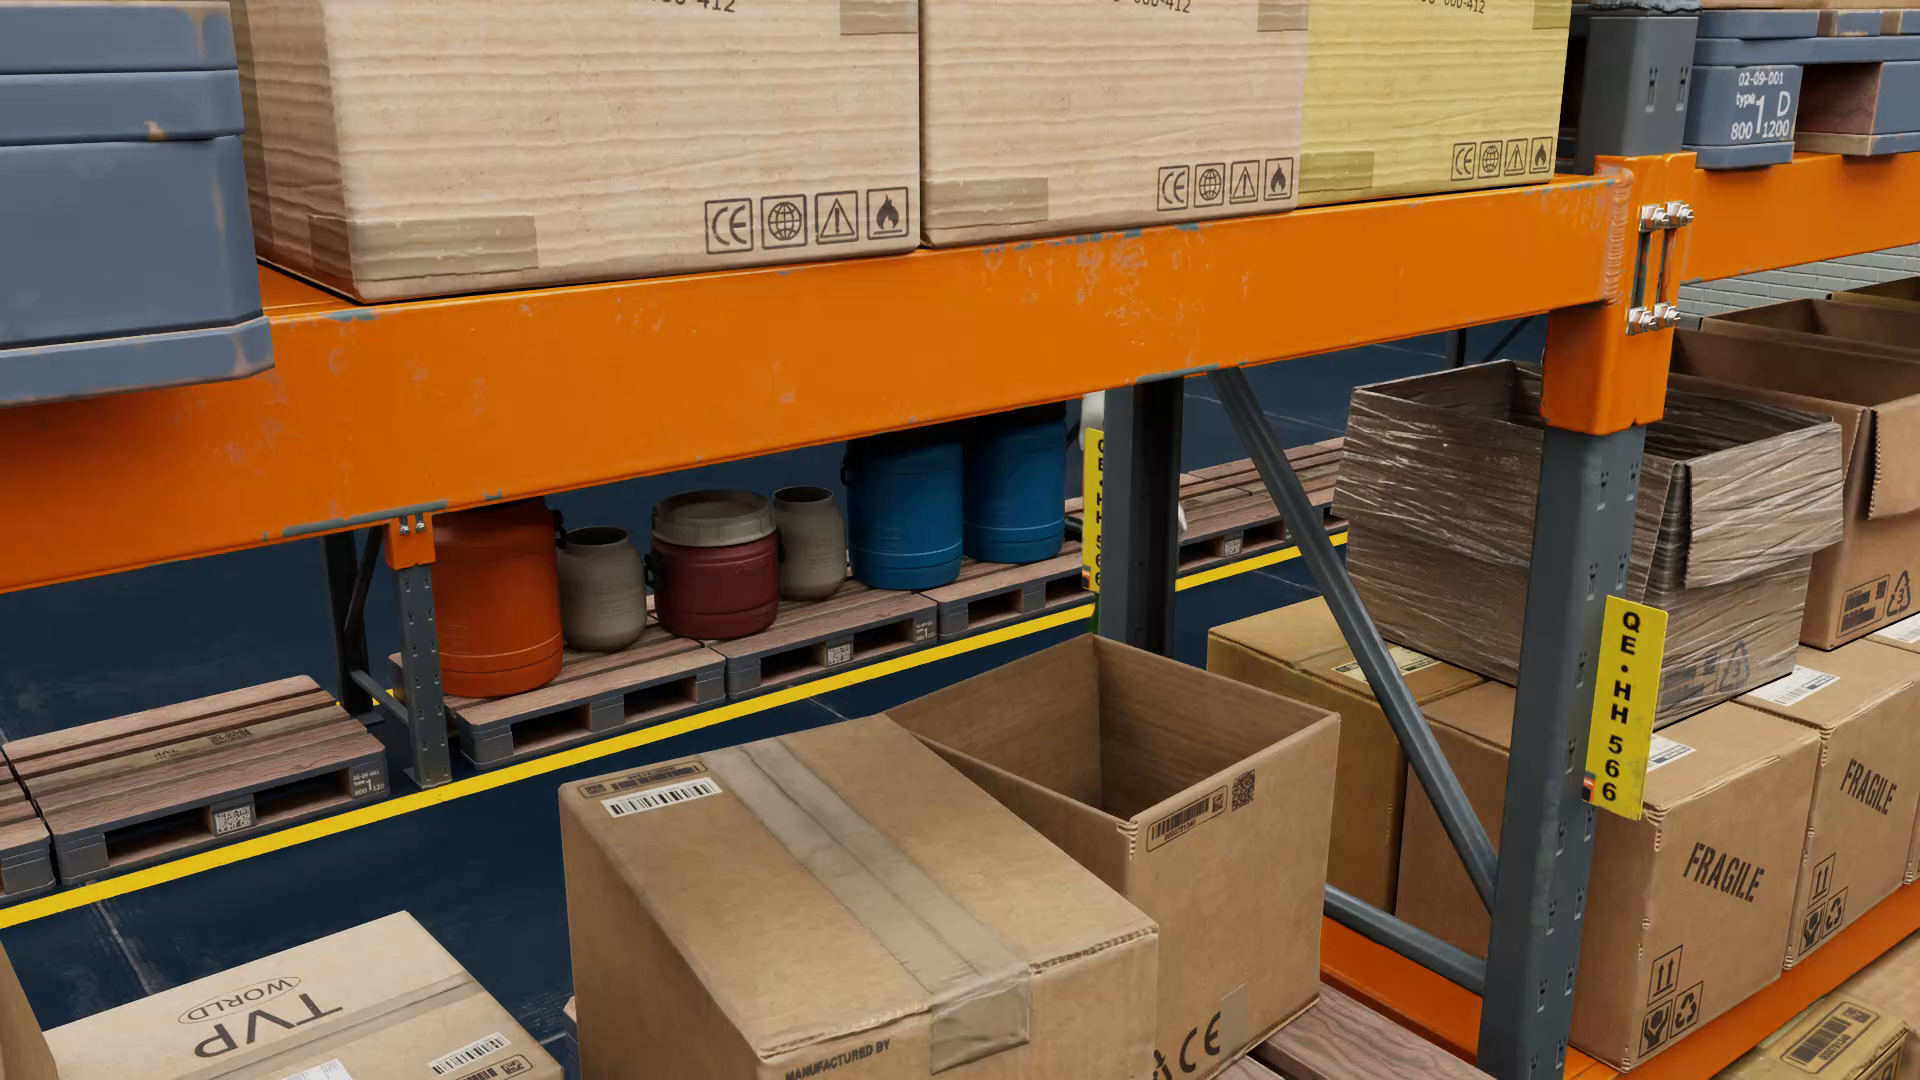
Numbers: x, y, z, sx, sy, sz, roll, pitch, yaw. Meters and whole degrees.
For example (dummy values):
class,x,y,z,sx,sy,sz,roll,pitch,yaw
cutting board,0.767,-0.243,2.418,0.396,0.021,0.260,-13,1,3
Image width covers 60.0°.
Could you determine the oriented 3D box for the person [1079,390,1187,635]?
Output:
class,x,y,z,sx,sy,sz,roll,pitch,yaw
person,0.764,-0.099,7.326,0.524,1.789,0.337,-13,21,-35
